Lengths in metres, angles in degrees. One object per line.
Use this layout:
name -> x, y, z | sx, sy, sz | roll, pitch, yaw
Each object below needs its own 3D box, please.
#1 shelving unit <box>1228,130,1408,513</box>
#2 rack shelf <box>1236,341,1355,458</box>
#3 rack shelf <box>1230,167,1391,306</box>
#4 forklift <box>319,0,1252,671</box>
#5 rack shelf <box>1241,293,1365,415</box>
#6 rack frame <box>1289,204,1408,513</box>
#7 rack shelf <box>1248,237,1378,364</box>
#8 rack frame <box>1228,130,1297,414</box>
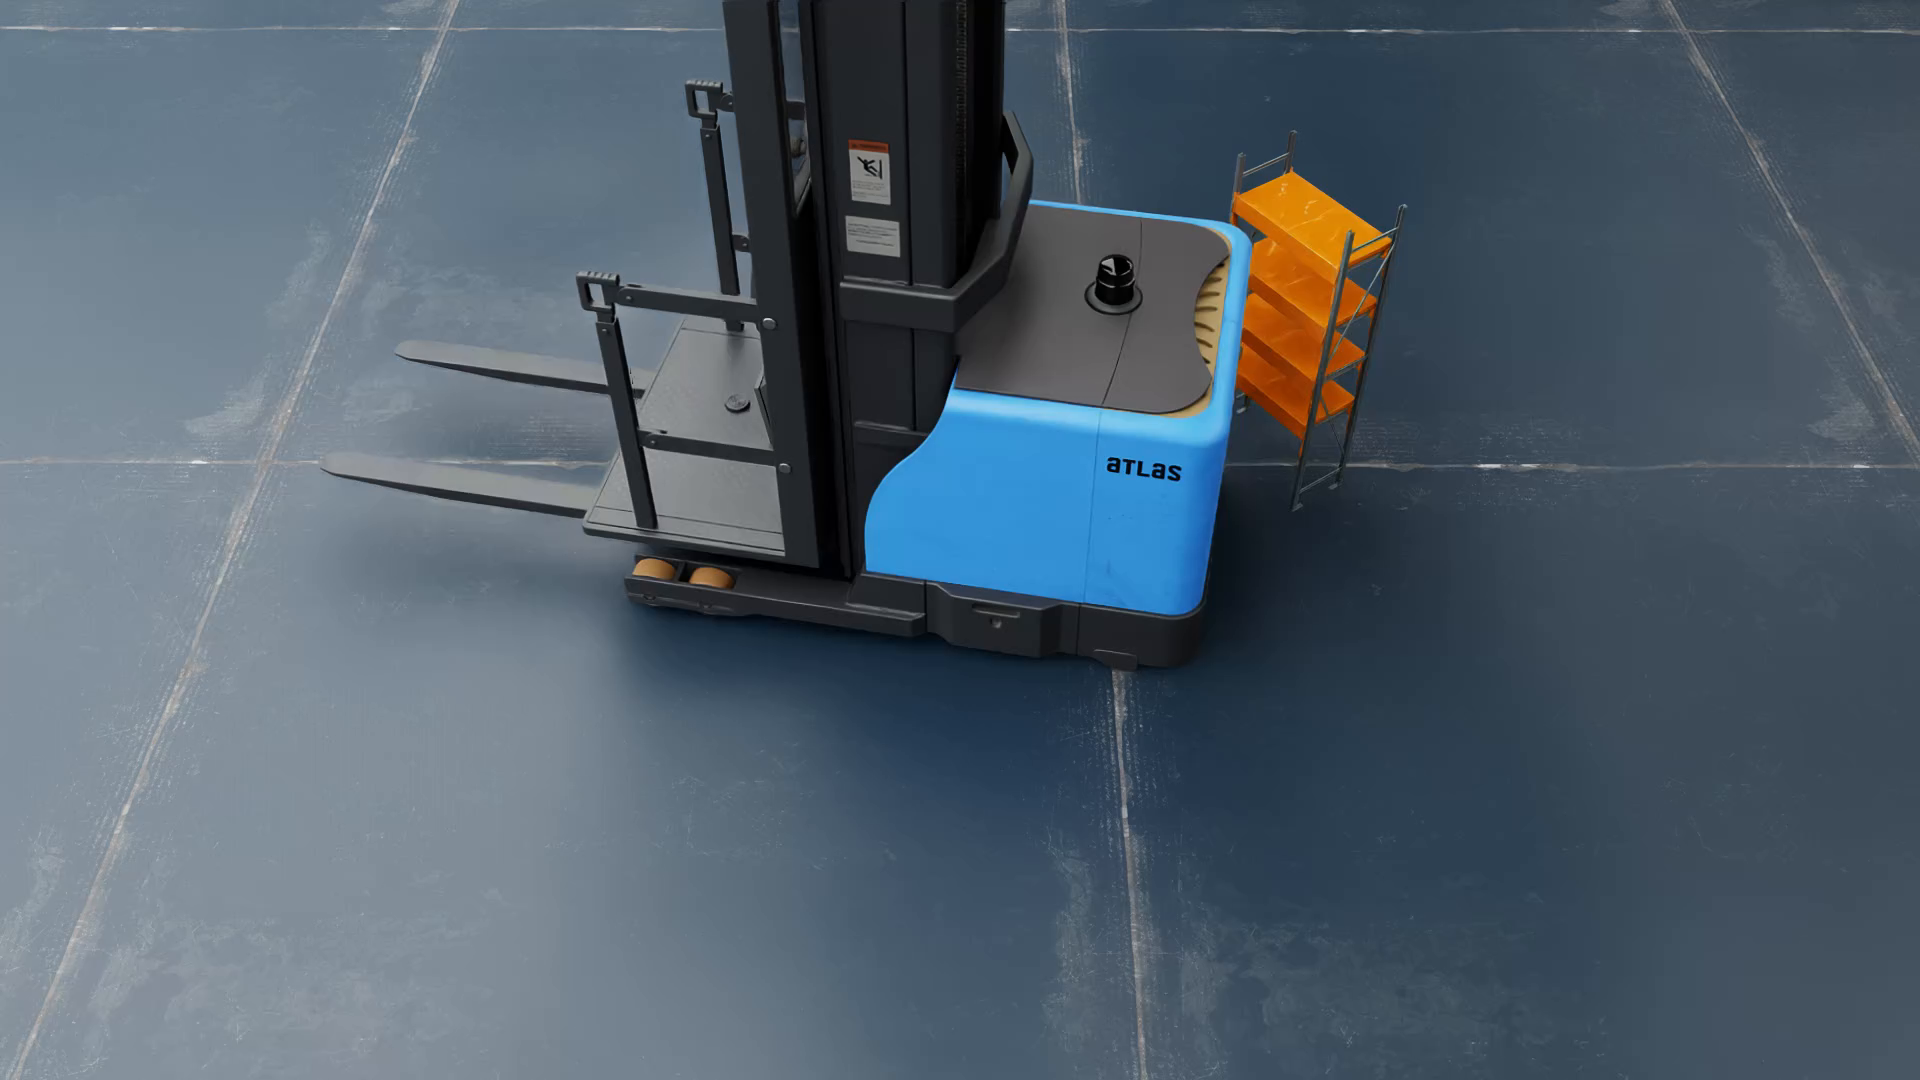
shelving unit -> 1.118, -0.705, 5.587 | 0.258, 1.200, 0.503 | -27, 53, -23
rack shelf -> 1.118, -0.524, 5.781 | 0.258, 0.148, 0.480 | -27, 53, -23
rack shelf -> 1.118, -0.973, 5.299 | 0.258, 0.148, 0.480 | -27, 53, -23
forklift -> -0.641, -1.121, 4.791 | 3.031, 2.935, 1.130 | 8, 48, 8
rack shelf -> 1.118, -0.660, 5.636 | 0.258, 0.148, 0.480 | -27, 53, -23
rack frame -> 1.259, -0.559, 5.451 | 0.240, 1.200, 0.015 | -27, 53, -23
rack shelf -> 1.118, -0.812, 5.472 | 0.258, 0.148, 0.480 | -27, 53, -23
rack frame -> 0.978, -0.852, 5.723 | 0.240, 1.200, 0.015 | -27, 53, -23
